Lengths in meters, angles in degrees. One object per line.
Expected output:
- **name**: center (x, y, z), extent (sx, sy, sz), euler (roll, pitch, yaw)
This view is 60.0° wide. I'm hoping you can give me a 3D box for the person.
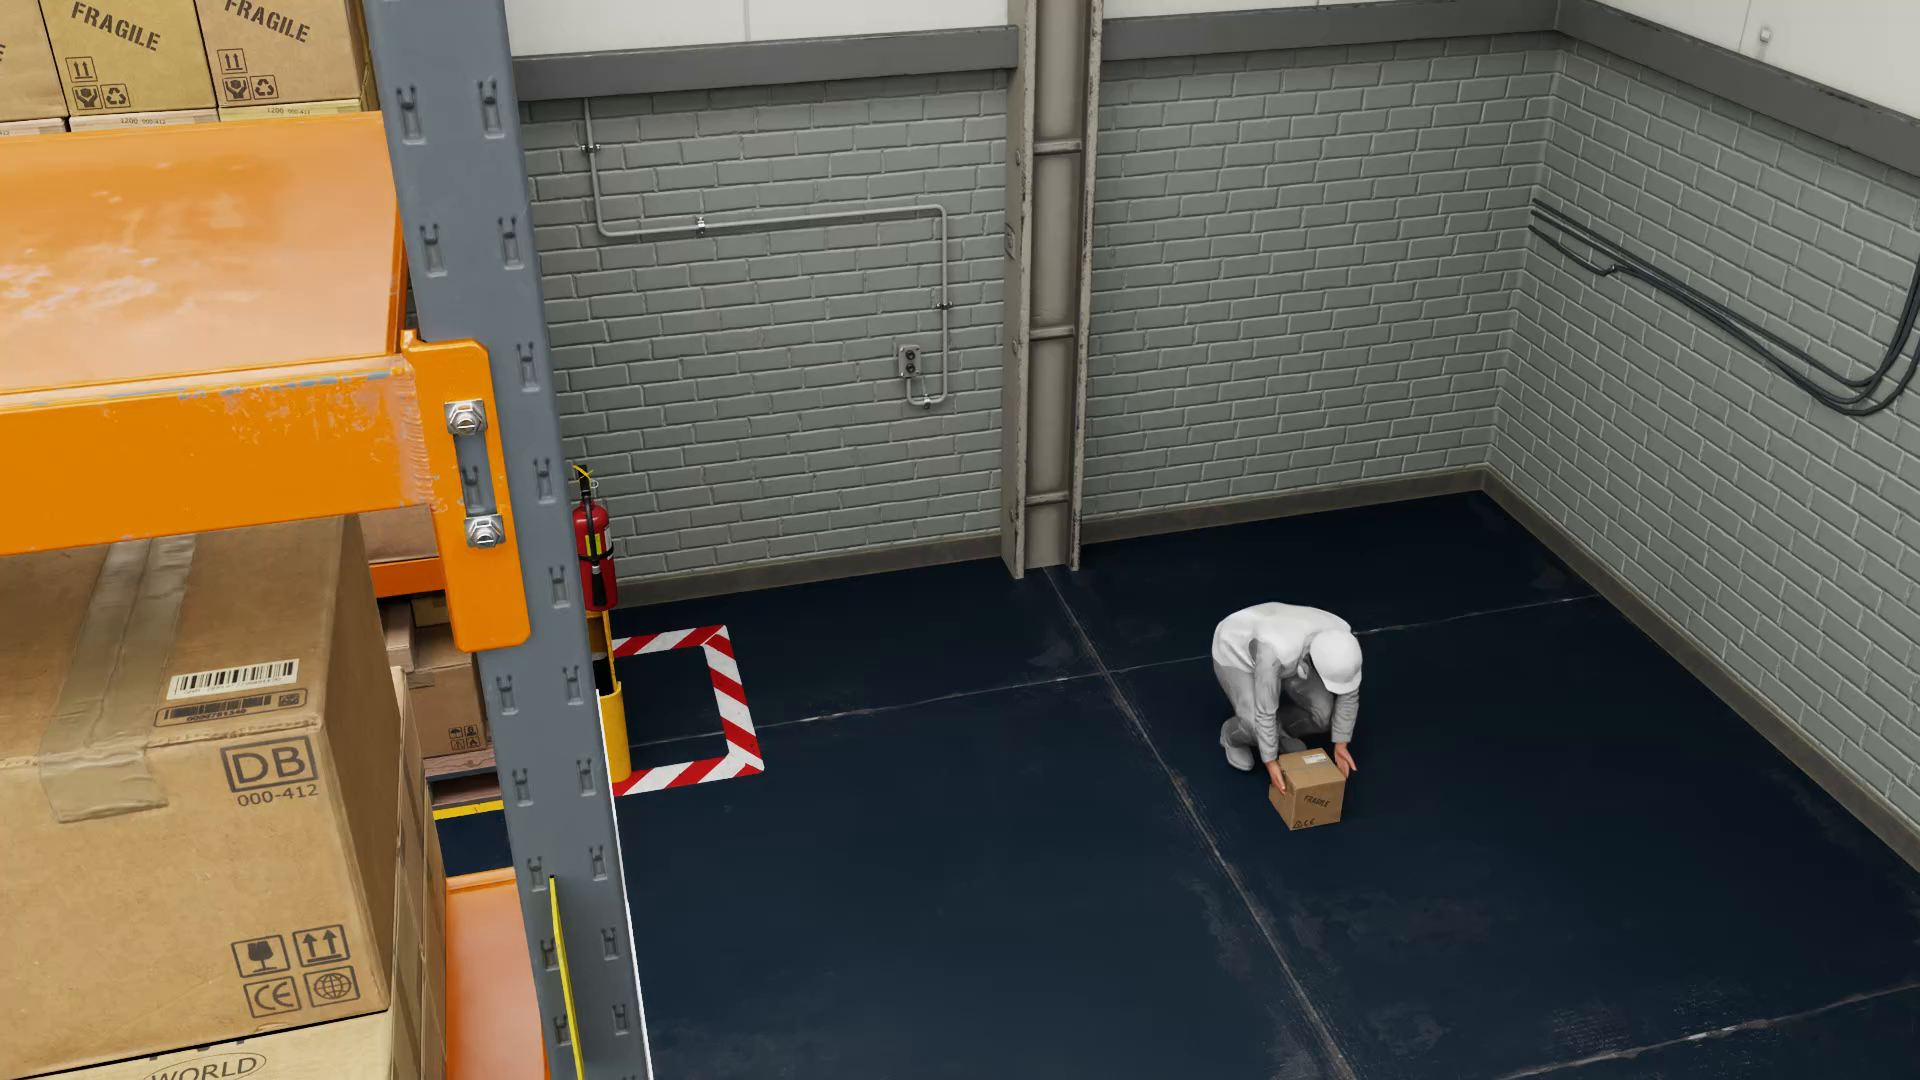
- **person**: center (1.550, 0.676, 7.839), extent (0.541, 0.984, 0.905), euler (-8, 31, -13)
